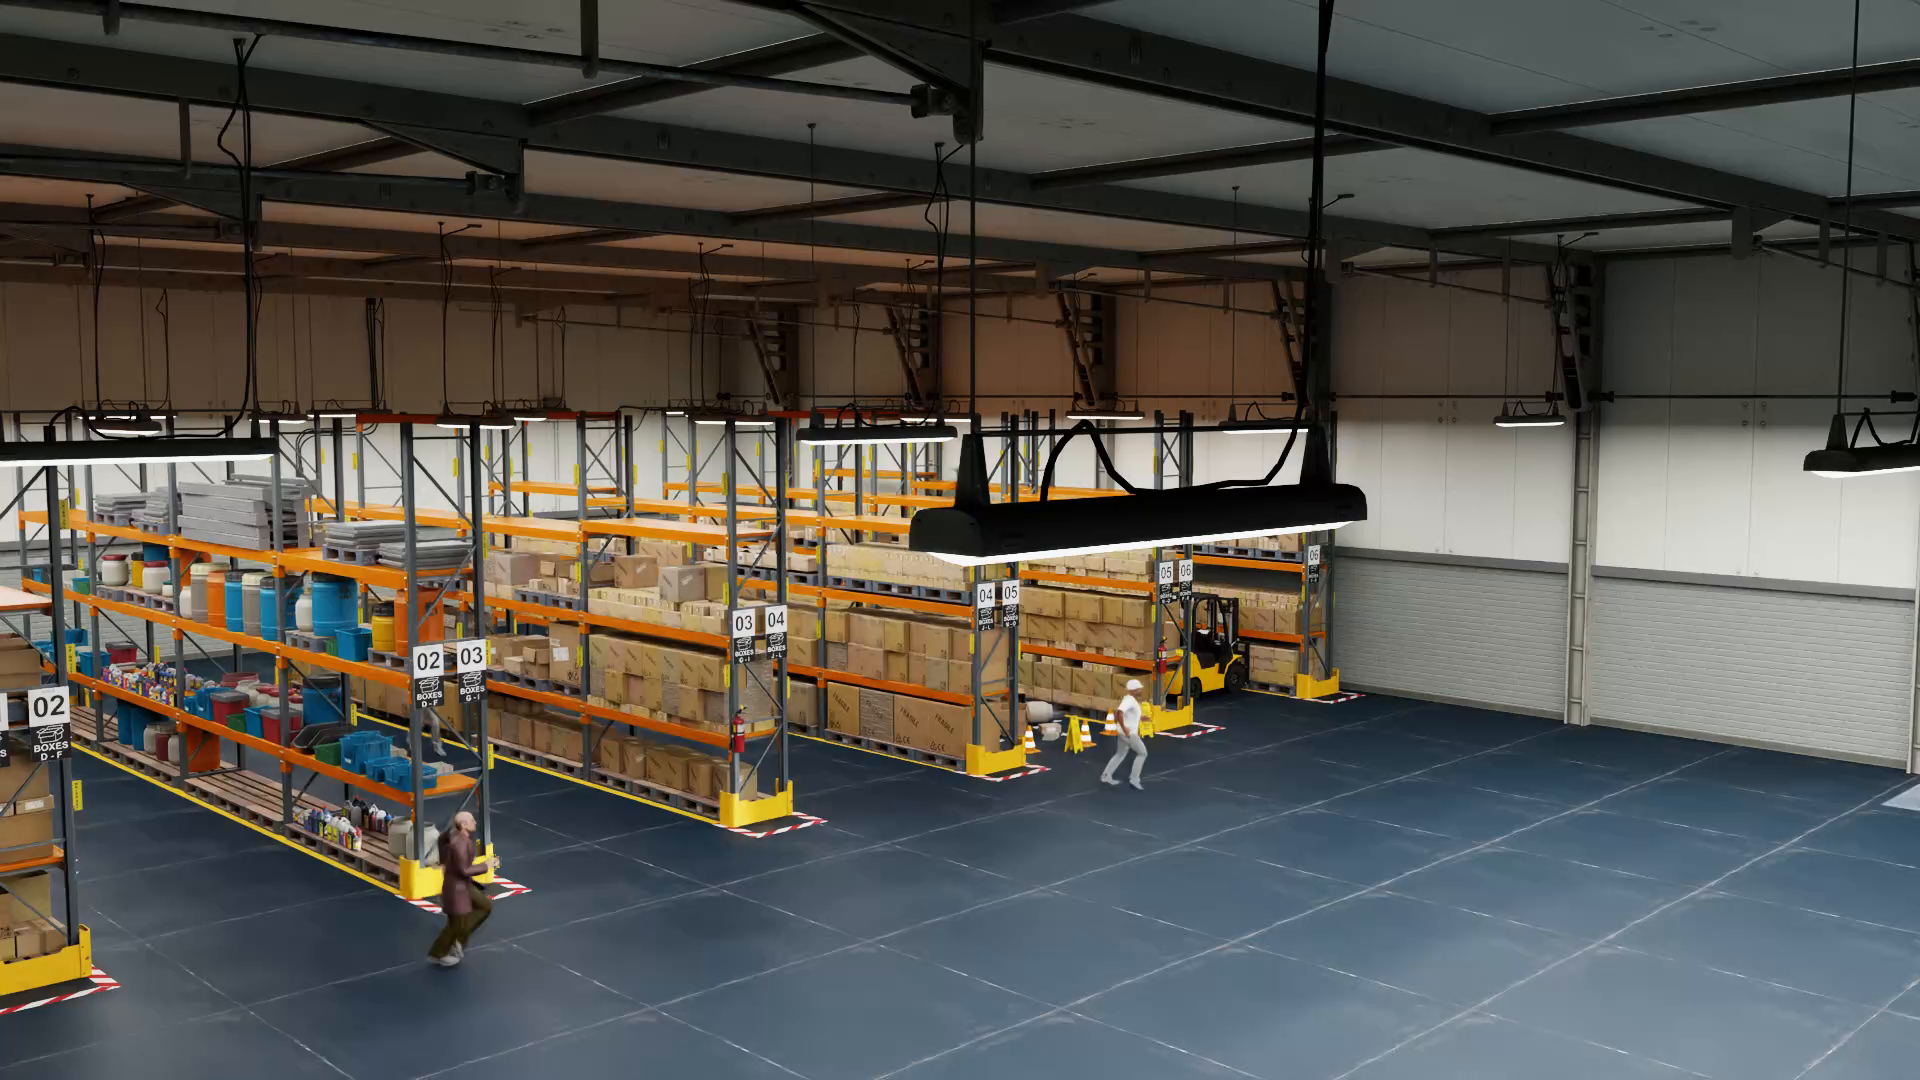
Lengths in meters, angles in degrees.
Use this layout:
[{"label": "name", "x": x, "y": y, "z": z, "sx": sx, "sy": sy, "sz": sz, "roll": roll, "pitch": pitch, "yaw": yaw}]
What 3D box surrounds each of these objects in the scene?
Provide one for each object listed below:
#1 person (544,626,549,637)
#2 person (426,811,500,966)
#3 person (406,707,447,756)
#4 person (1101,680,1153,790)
[{"label": "person", "x": -10.568, "y": 1.870, "z": 43.310, "sx": 0.551, "sy": 1.467, "sz": 0.887, "roll": 2, "pitch": 5, "yaw": 17}, {"label": "person", "x": -5.514, "y": 3.849, "z": 18.433, "sx": 0.819, "sy": 1.728, "sz": 0.755, "roll": -1, "pitch": 5, "yaw": -13}, {"label": "person", "x": -9.421, "y": 2.884, "z": 29.274, "sx": 0.886, "sy": 1.793, "sz": 0.652, "roll": 4, "pitch": 6, "yaw": 35}, {"label": "person", "x": 2.711, "y": 3.152, "z": 26.804, "sx": 0.865, "sy": 1.813, "sz": 0.626, "roll": -1, "pitch": 5, "yaw": -6}]
